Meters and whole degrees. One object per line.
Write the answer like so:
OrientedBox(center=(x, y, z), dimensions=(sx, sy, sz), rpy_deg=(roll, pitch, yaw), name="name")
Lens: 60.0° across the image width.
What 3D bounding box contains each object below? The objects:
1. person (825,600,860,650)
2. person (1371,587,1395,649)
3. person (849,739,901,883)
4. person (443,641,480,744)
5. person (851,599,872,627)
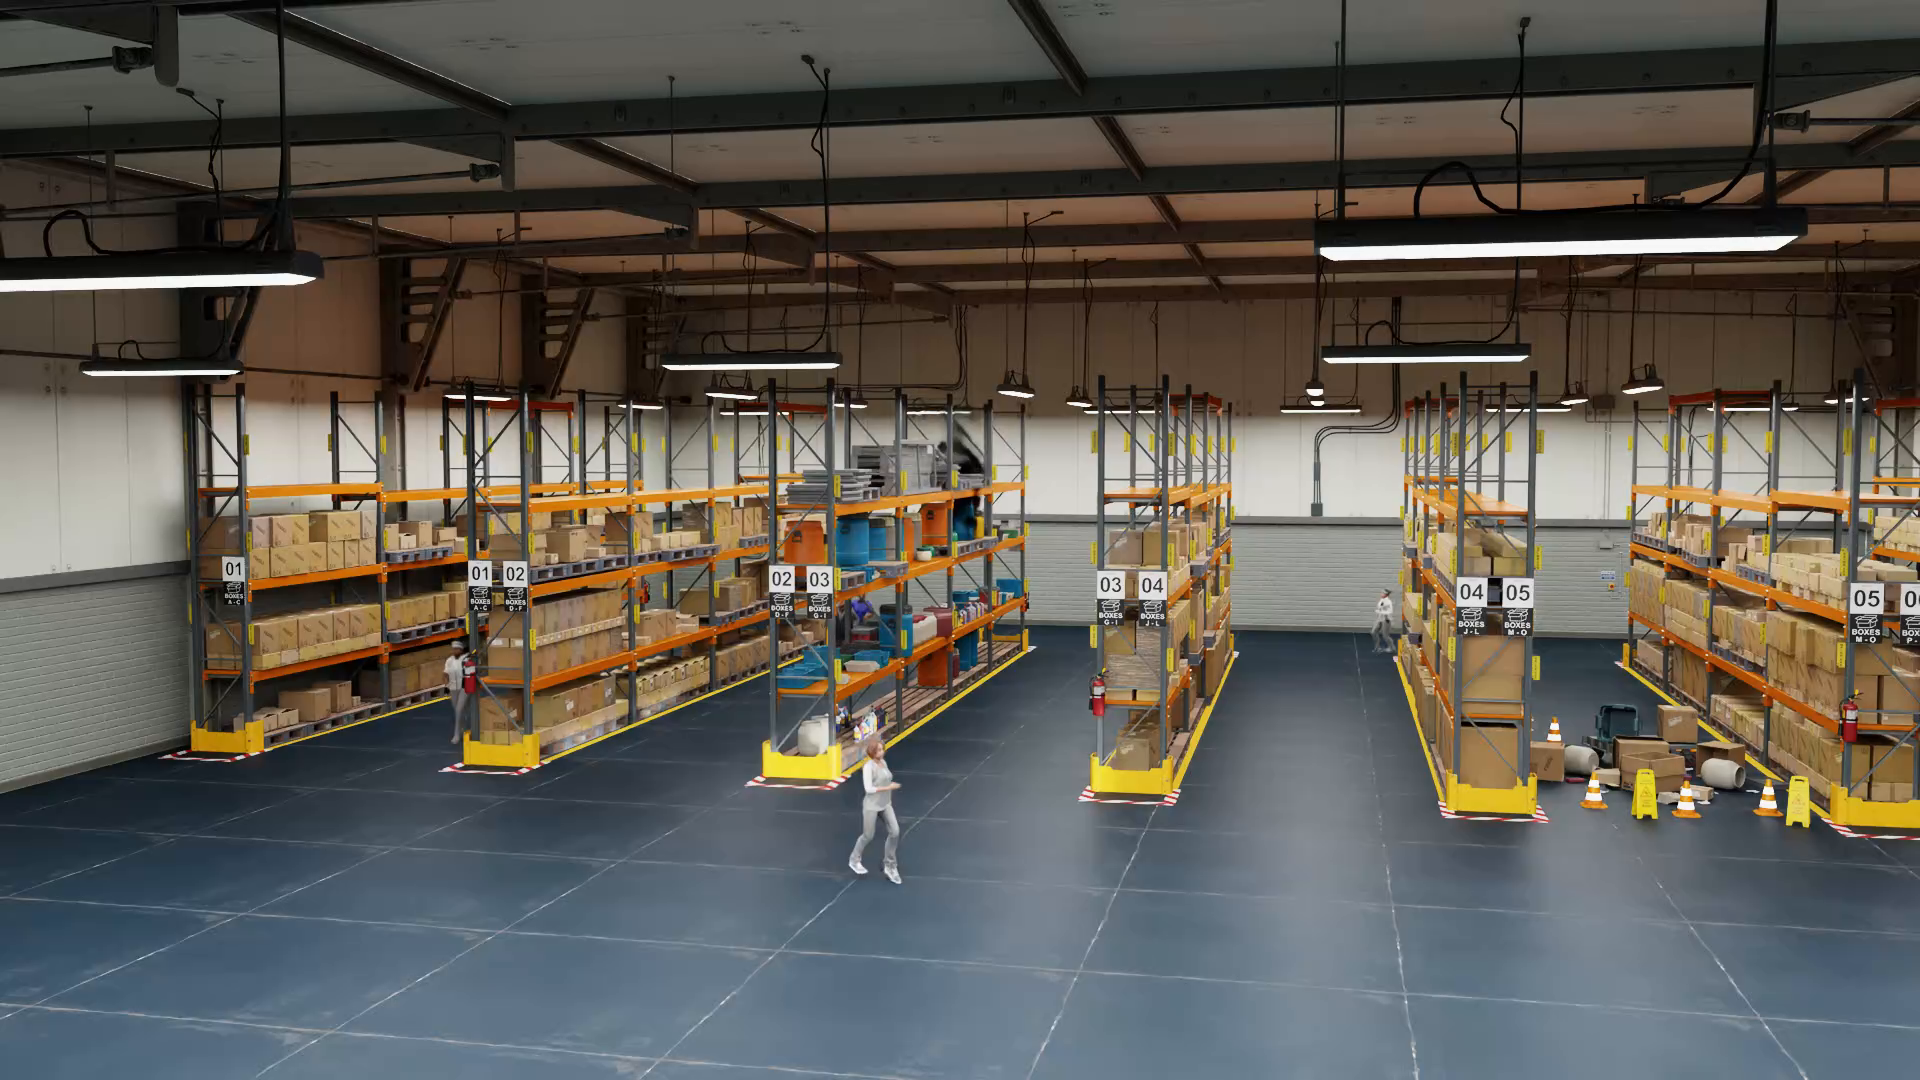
OrientedBox(center=(-2.325, 1.978, 32.580), dimensions=(0.663, 1.758, 0.890), rpy_deg=(0, 3, 7), name="person")
OrientedBox(center=(10.193, 1.870, 39.669), dimensions=(0.608, 1.512, 0.675), rpy_deg=(-1, 3, -13), name="person")
OrientedBox(center=(-0.958, 3.105, 19.103), dimensions=(0.724, 1.646, 0.474), rpy_deg=(3, 4, 38), name="person")
OrientedBox(center=(-8.478, 2.547, 28.243), dimensions=(0.589, 1.710, 0.878), rpy_deg=(0, 3, 6), name="person")
OrientedBox(center=(-2.305, 2.053, 38.628), dimensions=(0.561, 1.415, 0.853), rpy_deg=(0, 3, 1), name="person")
